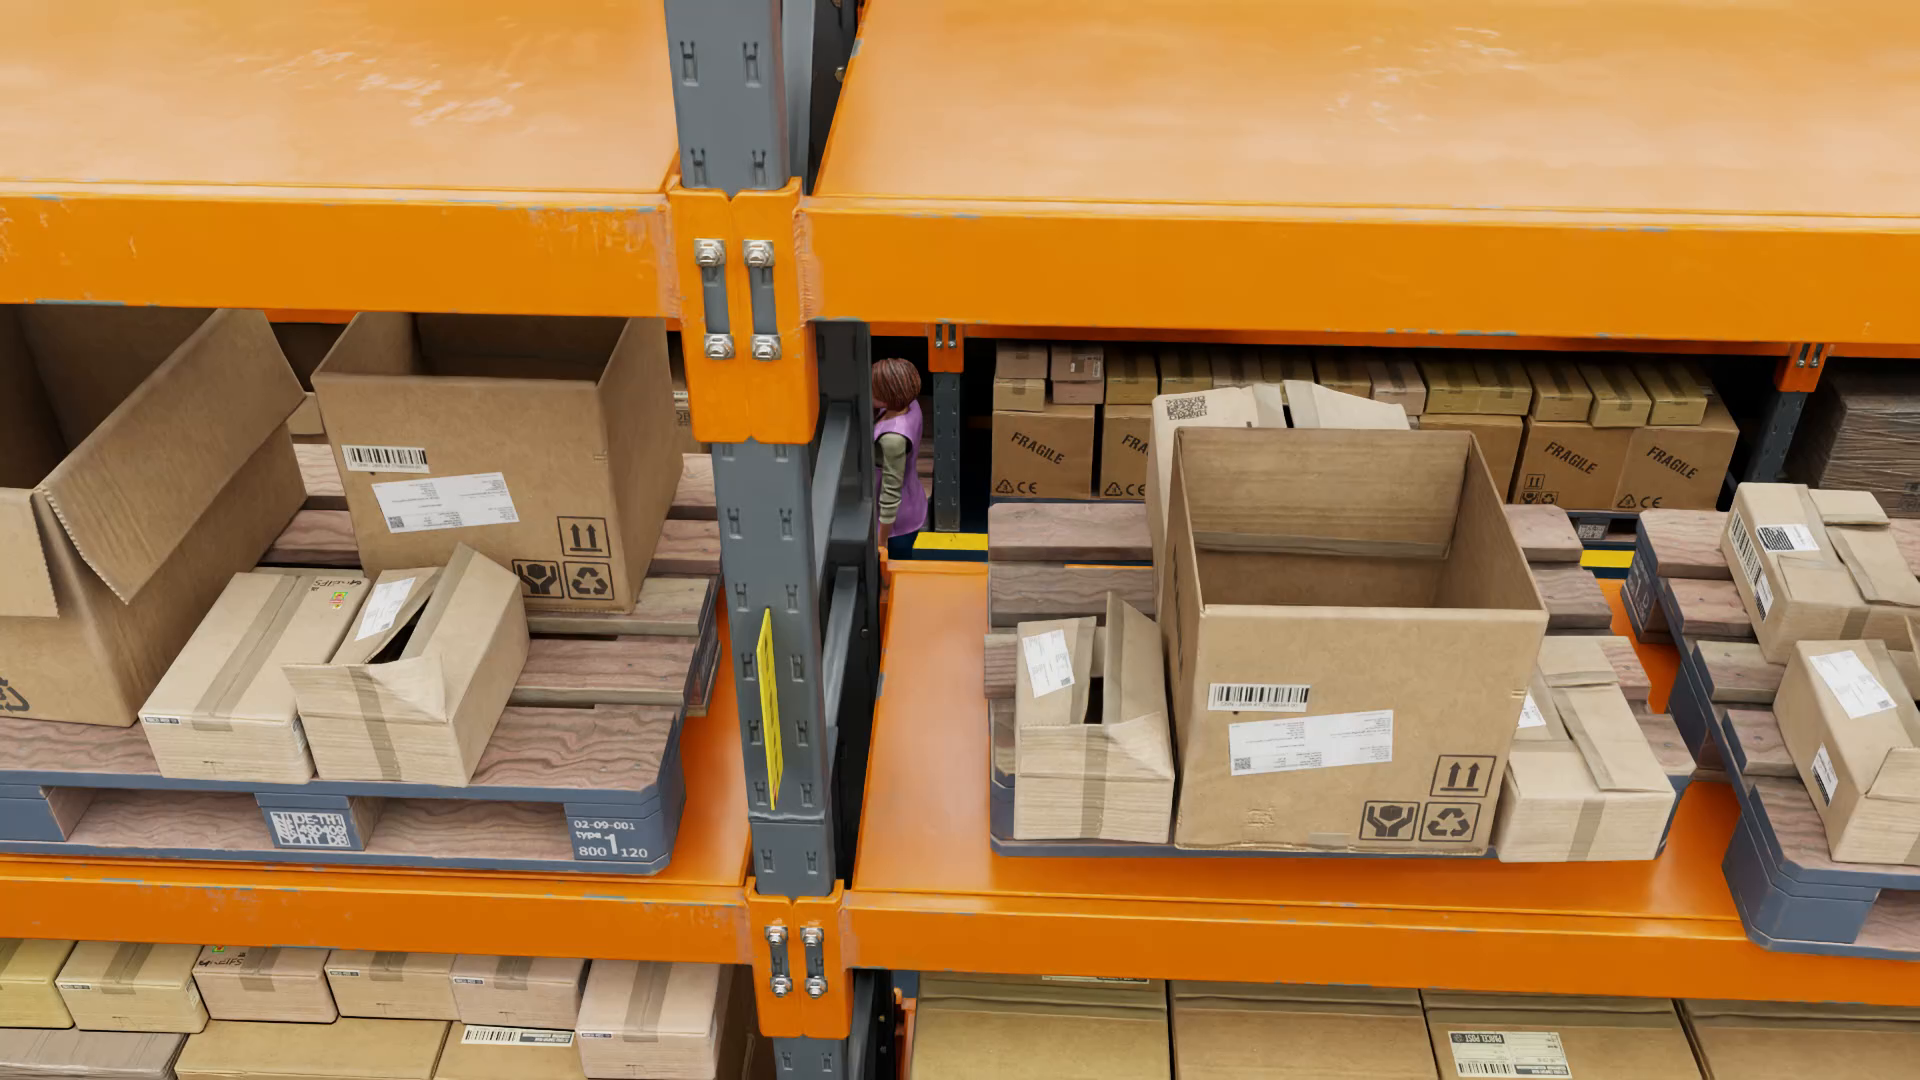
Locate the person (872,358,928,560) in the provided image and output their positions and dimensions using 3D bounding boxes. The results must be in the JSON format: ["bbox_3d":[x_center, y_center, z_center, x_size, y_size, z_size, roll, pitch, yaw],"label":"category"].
[{"bbox_3d":[-0.289,-0.088,7.241,0.310,1.600,0.405,4,36,5],"label":"person"}]
